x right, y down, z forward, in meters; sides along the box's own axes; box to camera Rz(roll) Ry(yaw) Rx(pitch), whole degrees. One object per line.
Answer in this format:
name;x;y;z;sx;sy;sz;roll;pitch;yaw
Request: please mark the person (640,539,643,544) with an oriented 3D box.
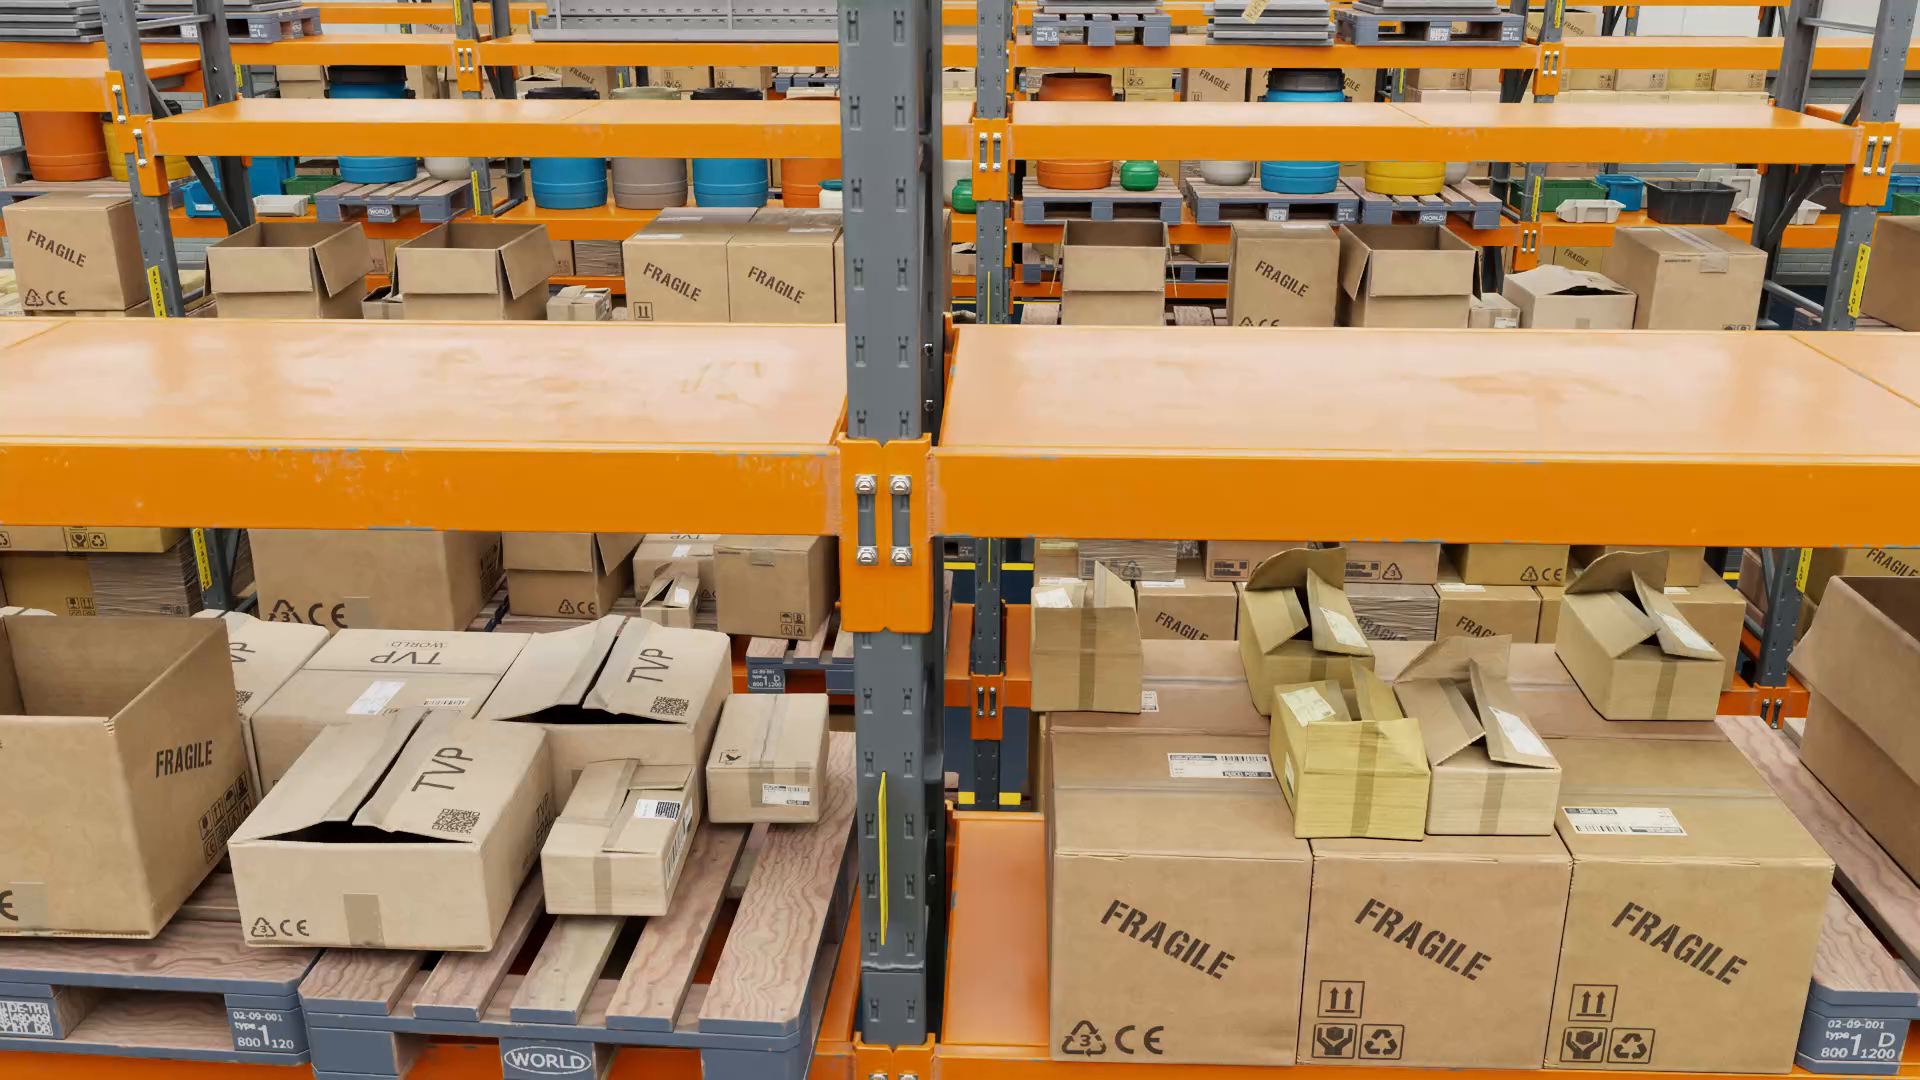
person;-2.229;-0.089;11.876;0.786;1.750;0.531;2;21;6
